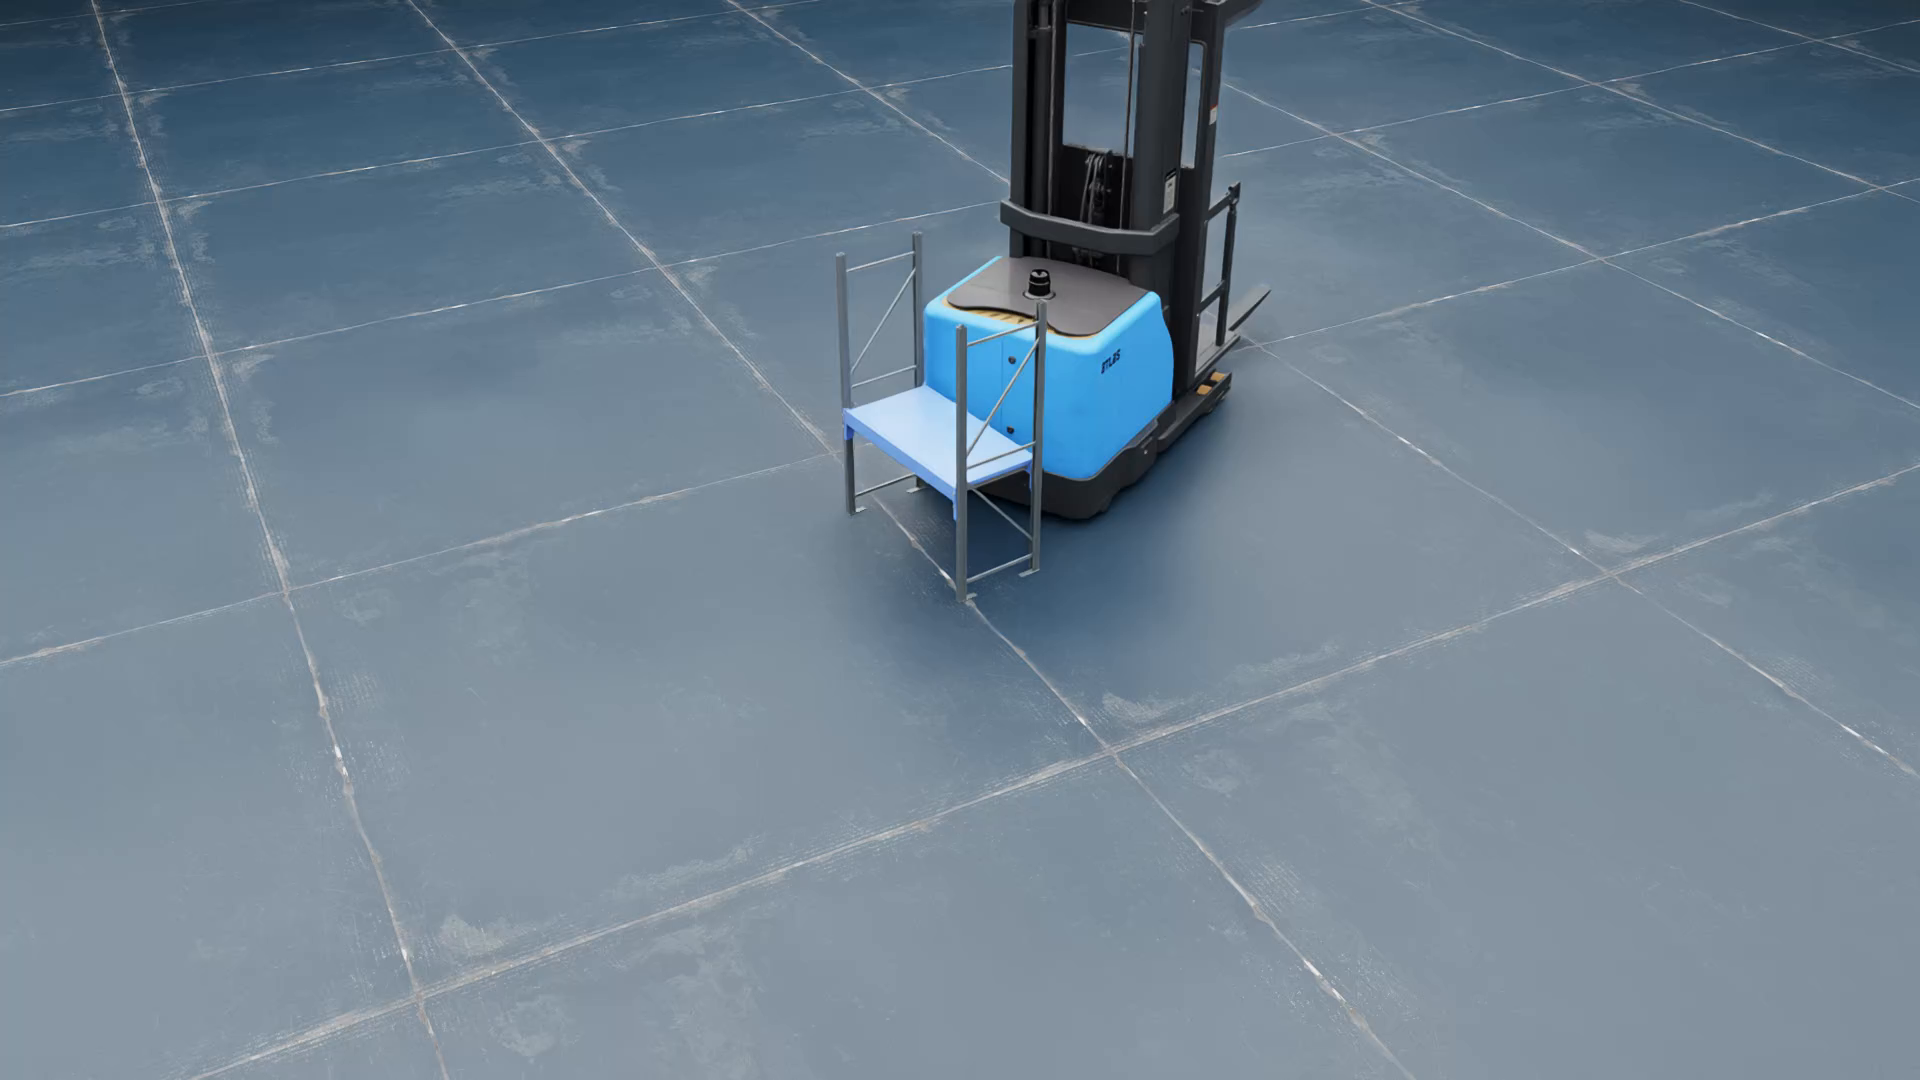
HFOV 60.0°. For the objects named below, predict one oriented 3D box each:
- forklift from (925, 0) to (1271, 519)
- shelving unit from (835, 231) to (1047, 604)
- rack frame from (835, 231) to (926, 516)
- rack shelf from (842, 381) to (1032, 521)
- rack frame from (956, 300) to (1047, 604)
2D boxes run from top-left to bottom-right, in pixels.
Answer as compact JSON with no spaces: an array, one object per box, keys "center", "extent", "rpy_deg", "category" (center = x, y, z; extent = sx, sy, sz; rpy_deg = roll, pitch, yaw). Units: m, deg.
[{"center":[0.988,-2.108,9.323],"extent":[1.130,2.935,3.031],"rpy_deg":[18,37,26],"category":"forklift"},{"center":[-0.105,-0.621,8.330],"extent":[0.538,1.500,1.048],"rpy_deg":[-21,38,-30],"category":"shelving unit"},{"center":[-0.403,-0.844,8.677],"extent":[0.500,1.500,0.032],"rpy_deg":[-21,38,-30],"category":"rack frame"},{"center":[-0.105,-0.470,8.427],"extent":[0.538,0.185,1.000],"rpy_deg":[-21,38,-30],"category":"rack shelf"},{"center":[0.192,-0.399,7.982],"extent":[0.500,1.500,0.032],"rpy_deg":[-21,38,-30],"category":"rack frame"}]
